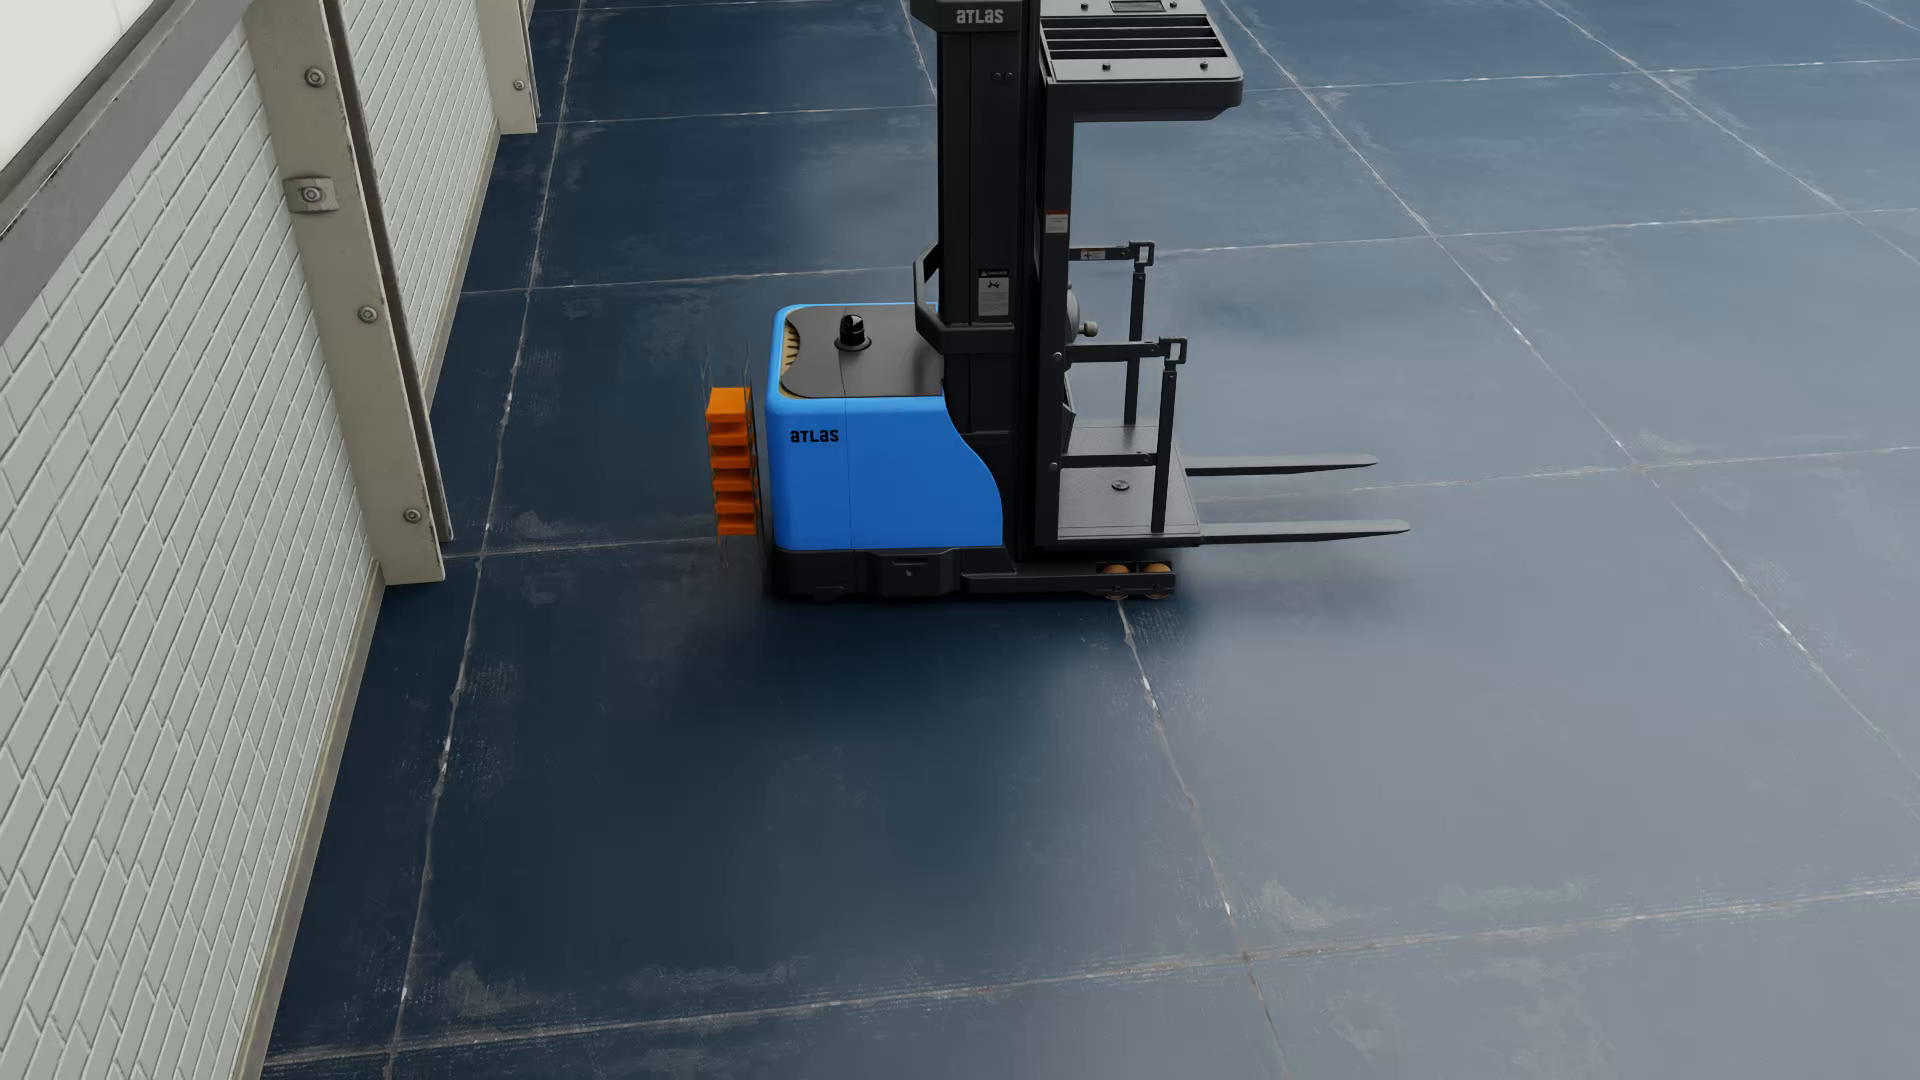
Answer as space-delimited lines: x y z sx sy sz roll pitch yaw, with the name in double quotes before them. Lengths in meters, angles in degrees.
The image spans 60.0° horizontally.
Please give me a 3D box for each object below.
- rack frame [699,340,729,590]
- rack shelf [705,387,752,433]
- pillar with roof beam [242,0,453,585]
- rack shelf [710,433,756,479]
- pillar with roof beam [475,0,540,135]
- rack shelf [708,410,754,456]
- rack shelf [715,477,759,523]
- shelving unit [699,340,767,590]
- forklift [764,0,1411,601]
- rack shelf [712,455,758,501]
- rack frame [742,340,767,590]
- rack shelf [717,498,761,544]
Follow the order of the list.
"rack frame" -1.128 -0.326 7.661 0.006 1.200 0.240 -1 34 0
"rack shelf" -1.039 -0.590 7.487 0.180 0.103 0.258 -1 34 0
"pillar with roof beam" 1.615 -3.949 6.054 9.100 9.000 0.400 -4 35 -6
"rack shelf" -1.037 -0.390 7.620 0.180 0.103 0.258 -1 34 0
"pillar with roof beam" 0.808 -7.297 10.967 9.100 9.000 0.400 -4 35 -6
"rack shelf" -1.038 -0.490 7.553 0.180 0.103 0.258 -1 34 0
"rack shelf" -1.036 -0.191 7.753 0.180 0.103 0.258 -1 34 0
"shelving unit" -1.037 -0.327 7.662 0.189 1.200 0.258 -1 34 0
"forklift" 0.624 -1.227 7.448 3.031 2.935 1.130 -1 34 -2
"rack shelf" -1.037 -0.290 7.686 0.180 0.103 0.258 -1 34 0
"rack frame" -0.945 -0.328 7.662 0.006 1.200 0.240 -1 34 0
"rack shelf" -1.036 -0.091 7.819 0.180 0.103 0.258 -1 34 0
